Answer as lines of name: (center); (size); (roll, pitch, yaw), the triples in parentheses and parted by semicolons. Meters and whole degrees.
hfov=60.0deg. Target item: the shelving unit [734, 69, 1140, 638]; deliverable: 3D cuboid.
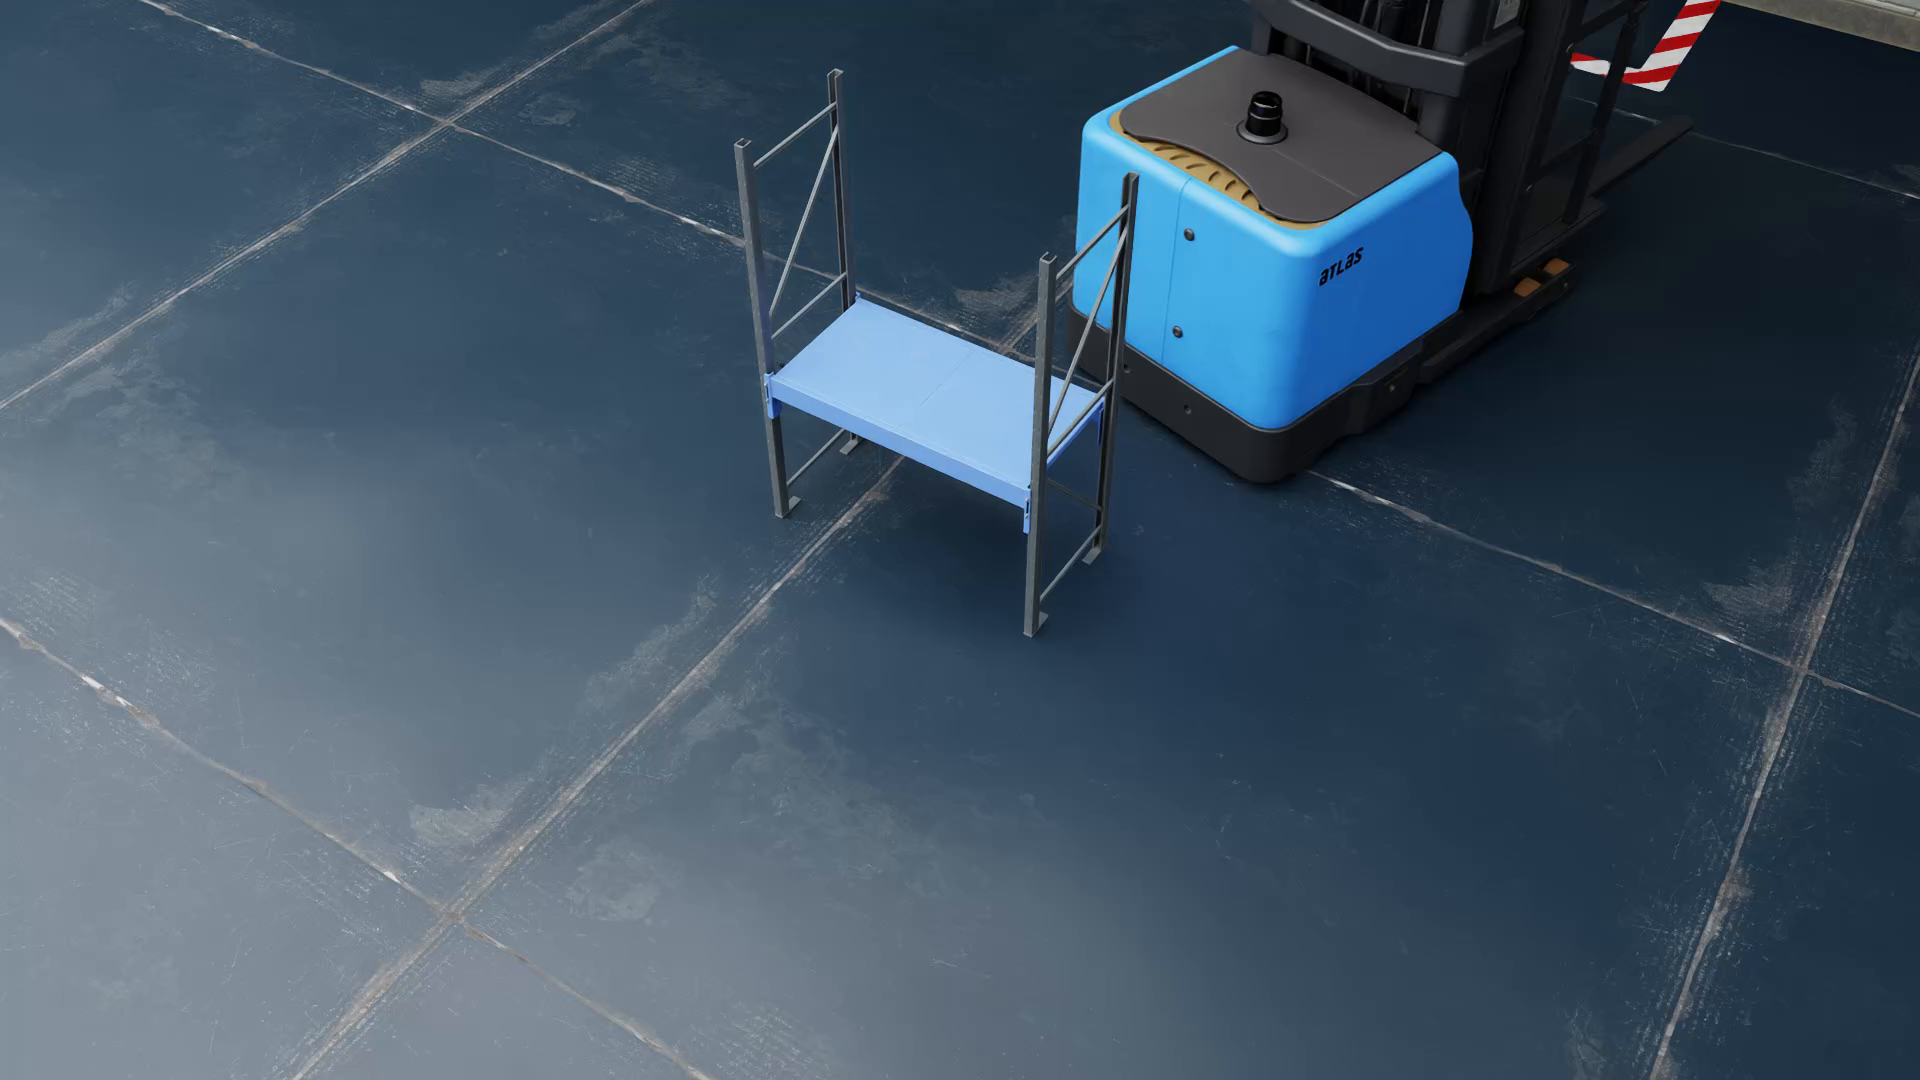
shelving unit: (-0.072, -0.556, 5.244); (1.048, 1.500, 0.538); (25, 51, 22)

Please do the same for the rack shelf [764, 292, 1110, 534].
rack shelf: (-0.072, -0.430, 5.373); (1.000, 0.185, 0.538); (25, 51, 22)

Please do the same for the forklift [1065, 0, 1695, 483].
forklift: (1.838, -2.144, 5.790); (3.031, 2.935, 1.130); (-33, 54, -28)

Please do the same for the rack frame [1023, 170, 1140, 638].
rack frame: (0.356, -0.359, 5.053); (0.032, 1.500, 0.500); (25, 51, 22)

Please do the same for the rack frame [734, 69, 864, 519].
rack frame: (-0.500, -0.753, 5.435); (0.032, 1.500, 0.500); (25, 51, 22)
